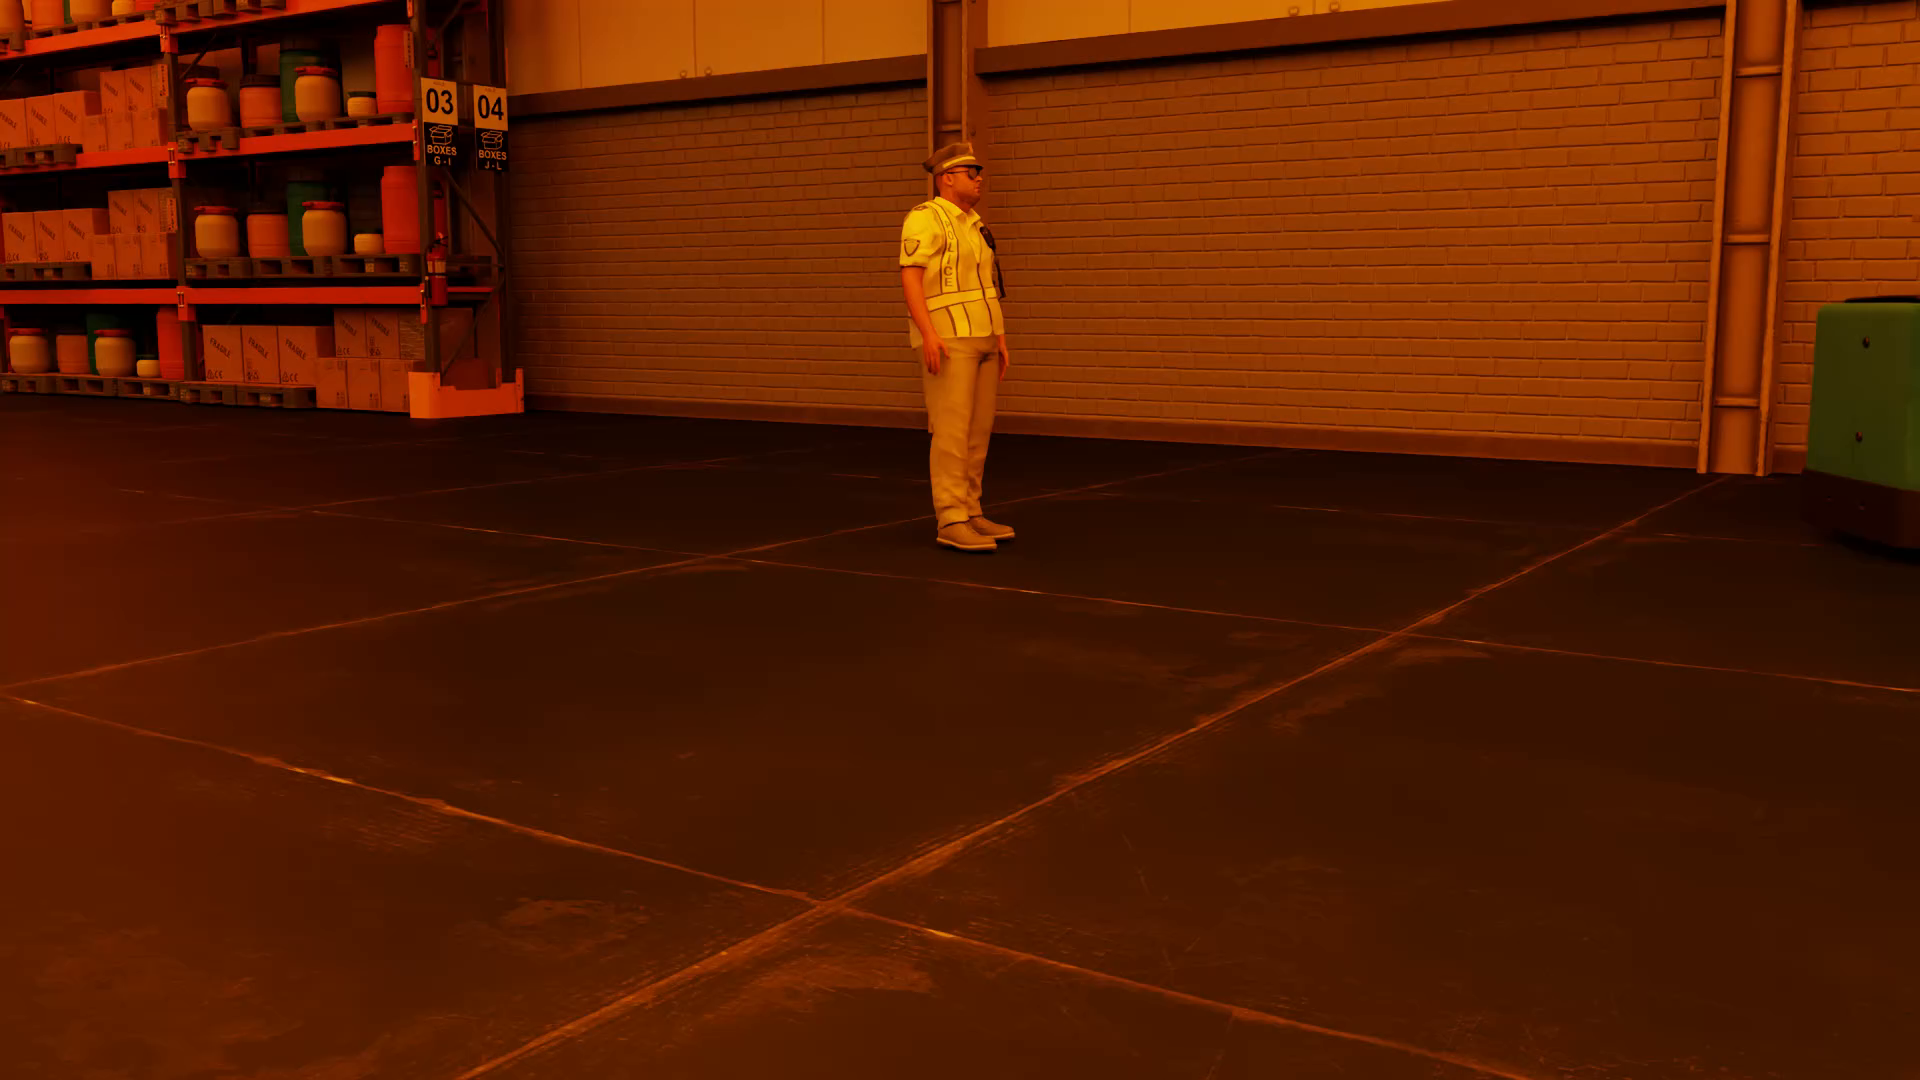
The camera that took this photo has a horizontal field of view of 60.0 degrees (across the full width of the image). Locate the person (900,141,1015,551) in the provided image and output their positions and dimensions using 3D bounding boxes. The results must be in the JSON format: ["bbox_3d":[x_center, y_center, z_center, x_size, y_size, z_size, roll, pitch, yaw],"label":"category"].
[{"bbox_3d":[0.057,-0.882,7.424,0.575,1.781,0.640,5,10,34],"label":"person"}]

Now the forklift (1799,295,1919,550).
[{"bbox_3d":[5.404,-1.402,7.051,3.031,2.935,1.130,0,8,3],"label":"forklift"}]
